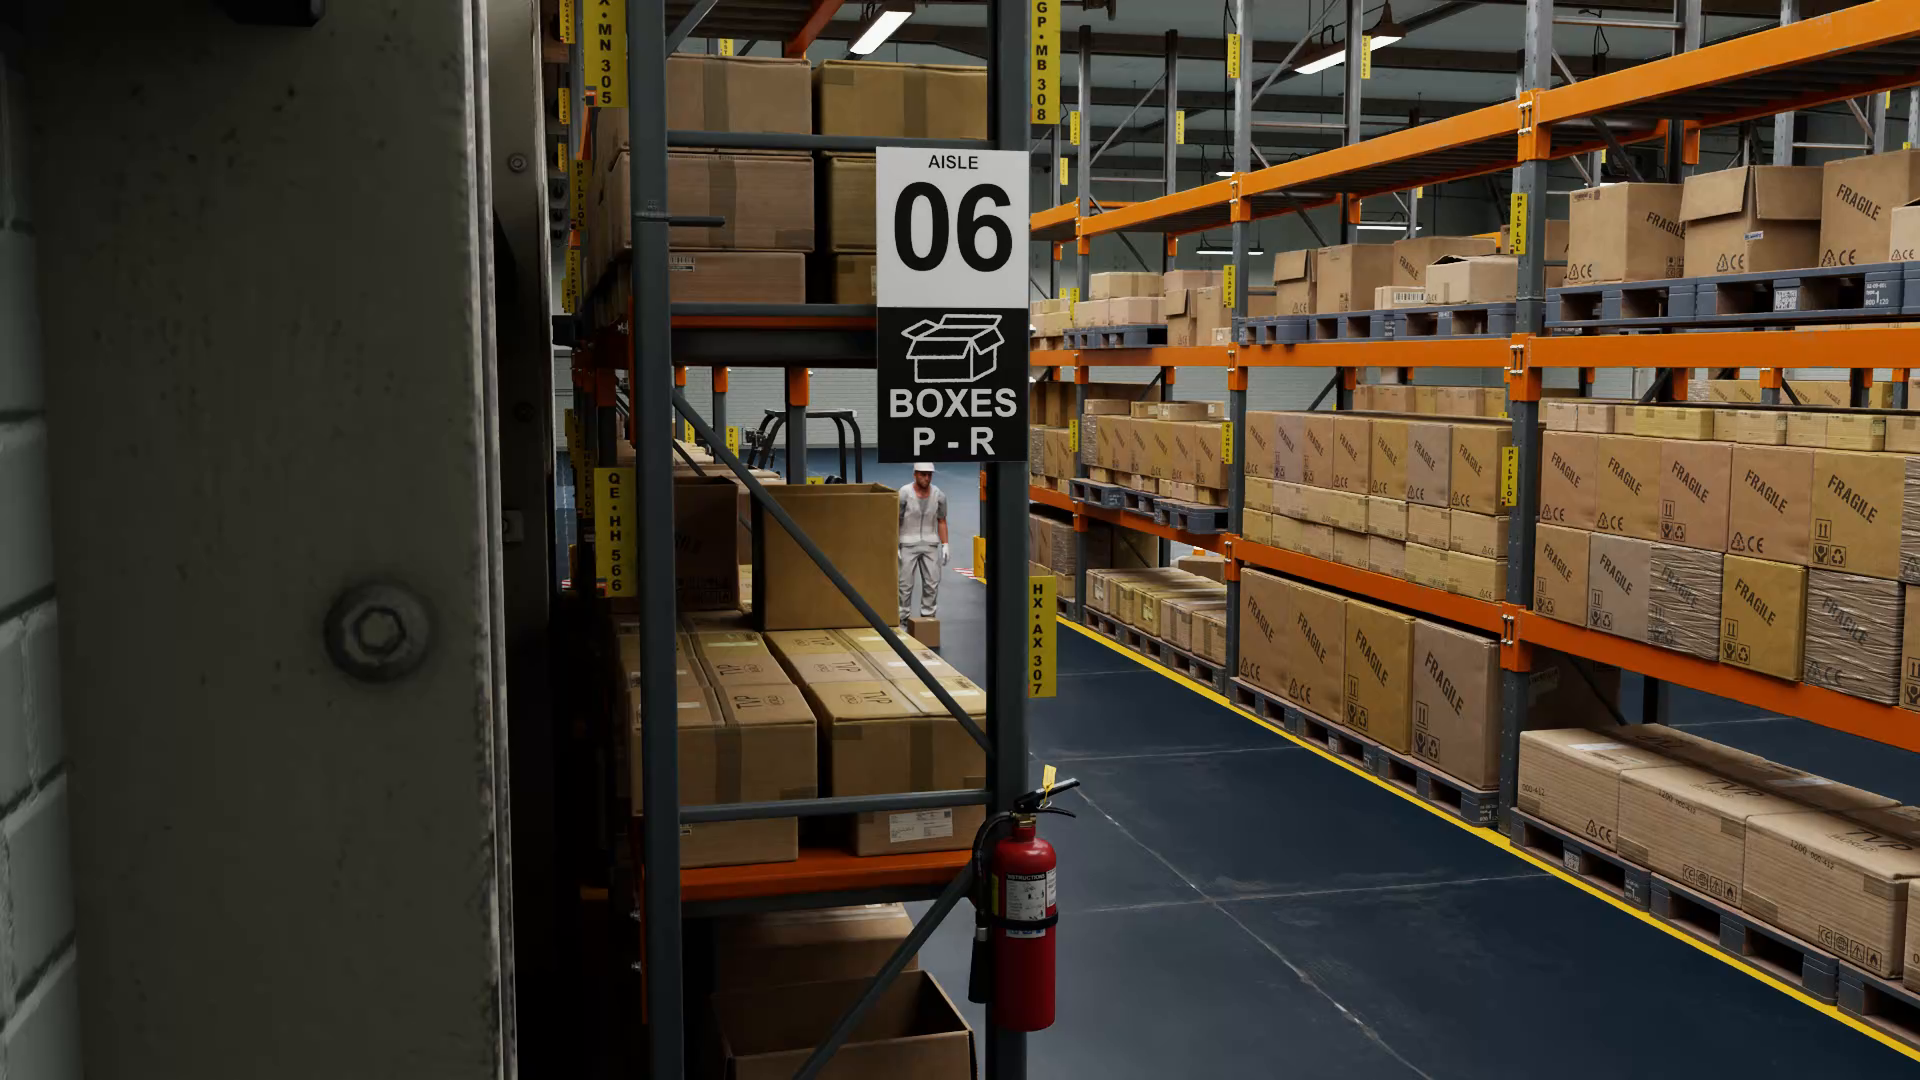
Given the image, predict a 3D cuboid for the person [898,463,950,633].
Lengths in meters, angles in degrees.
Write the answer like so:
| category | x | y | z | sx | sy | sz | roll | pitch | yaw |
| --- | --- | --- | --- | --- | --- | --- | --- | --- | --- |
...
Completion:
| category | x | y | z | sx | sy | sz | roll | pitch | yaw |
| --- | --- | --- | --- | --- | --- | --- | --- | --- | --- |
| person | -0.385 | 0.094 | 15.939 | 0.617 | 1.778 | 0.453 | -2 | 6 | -17 |
